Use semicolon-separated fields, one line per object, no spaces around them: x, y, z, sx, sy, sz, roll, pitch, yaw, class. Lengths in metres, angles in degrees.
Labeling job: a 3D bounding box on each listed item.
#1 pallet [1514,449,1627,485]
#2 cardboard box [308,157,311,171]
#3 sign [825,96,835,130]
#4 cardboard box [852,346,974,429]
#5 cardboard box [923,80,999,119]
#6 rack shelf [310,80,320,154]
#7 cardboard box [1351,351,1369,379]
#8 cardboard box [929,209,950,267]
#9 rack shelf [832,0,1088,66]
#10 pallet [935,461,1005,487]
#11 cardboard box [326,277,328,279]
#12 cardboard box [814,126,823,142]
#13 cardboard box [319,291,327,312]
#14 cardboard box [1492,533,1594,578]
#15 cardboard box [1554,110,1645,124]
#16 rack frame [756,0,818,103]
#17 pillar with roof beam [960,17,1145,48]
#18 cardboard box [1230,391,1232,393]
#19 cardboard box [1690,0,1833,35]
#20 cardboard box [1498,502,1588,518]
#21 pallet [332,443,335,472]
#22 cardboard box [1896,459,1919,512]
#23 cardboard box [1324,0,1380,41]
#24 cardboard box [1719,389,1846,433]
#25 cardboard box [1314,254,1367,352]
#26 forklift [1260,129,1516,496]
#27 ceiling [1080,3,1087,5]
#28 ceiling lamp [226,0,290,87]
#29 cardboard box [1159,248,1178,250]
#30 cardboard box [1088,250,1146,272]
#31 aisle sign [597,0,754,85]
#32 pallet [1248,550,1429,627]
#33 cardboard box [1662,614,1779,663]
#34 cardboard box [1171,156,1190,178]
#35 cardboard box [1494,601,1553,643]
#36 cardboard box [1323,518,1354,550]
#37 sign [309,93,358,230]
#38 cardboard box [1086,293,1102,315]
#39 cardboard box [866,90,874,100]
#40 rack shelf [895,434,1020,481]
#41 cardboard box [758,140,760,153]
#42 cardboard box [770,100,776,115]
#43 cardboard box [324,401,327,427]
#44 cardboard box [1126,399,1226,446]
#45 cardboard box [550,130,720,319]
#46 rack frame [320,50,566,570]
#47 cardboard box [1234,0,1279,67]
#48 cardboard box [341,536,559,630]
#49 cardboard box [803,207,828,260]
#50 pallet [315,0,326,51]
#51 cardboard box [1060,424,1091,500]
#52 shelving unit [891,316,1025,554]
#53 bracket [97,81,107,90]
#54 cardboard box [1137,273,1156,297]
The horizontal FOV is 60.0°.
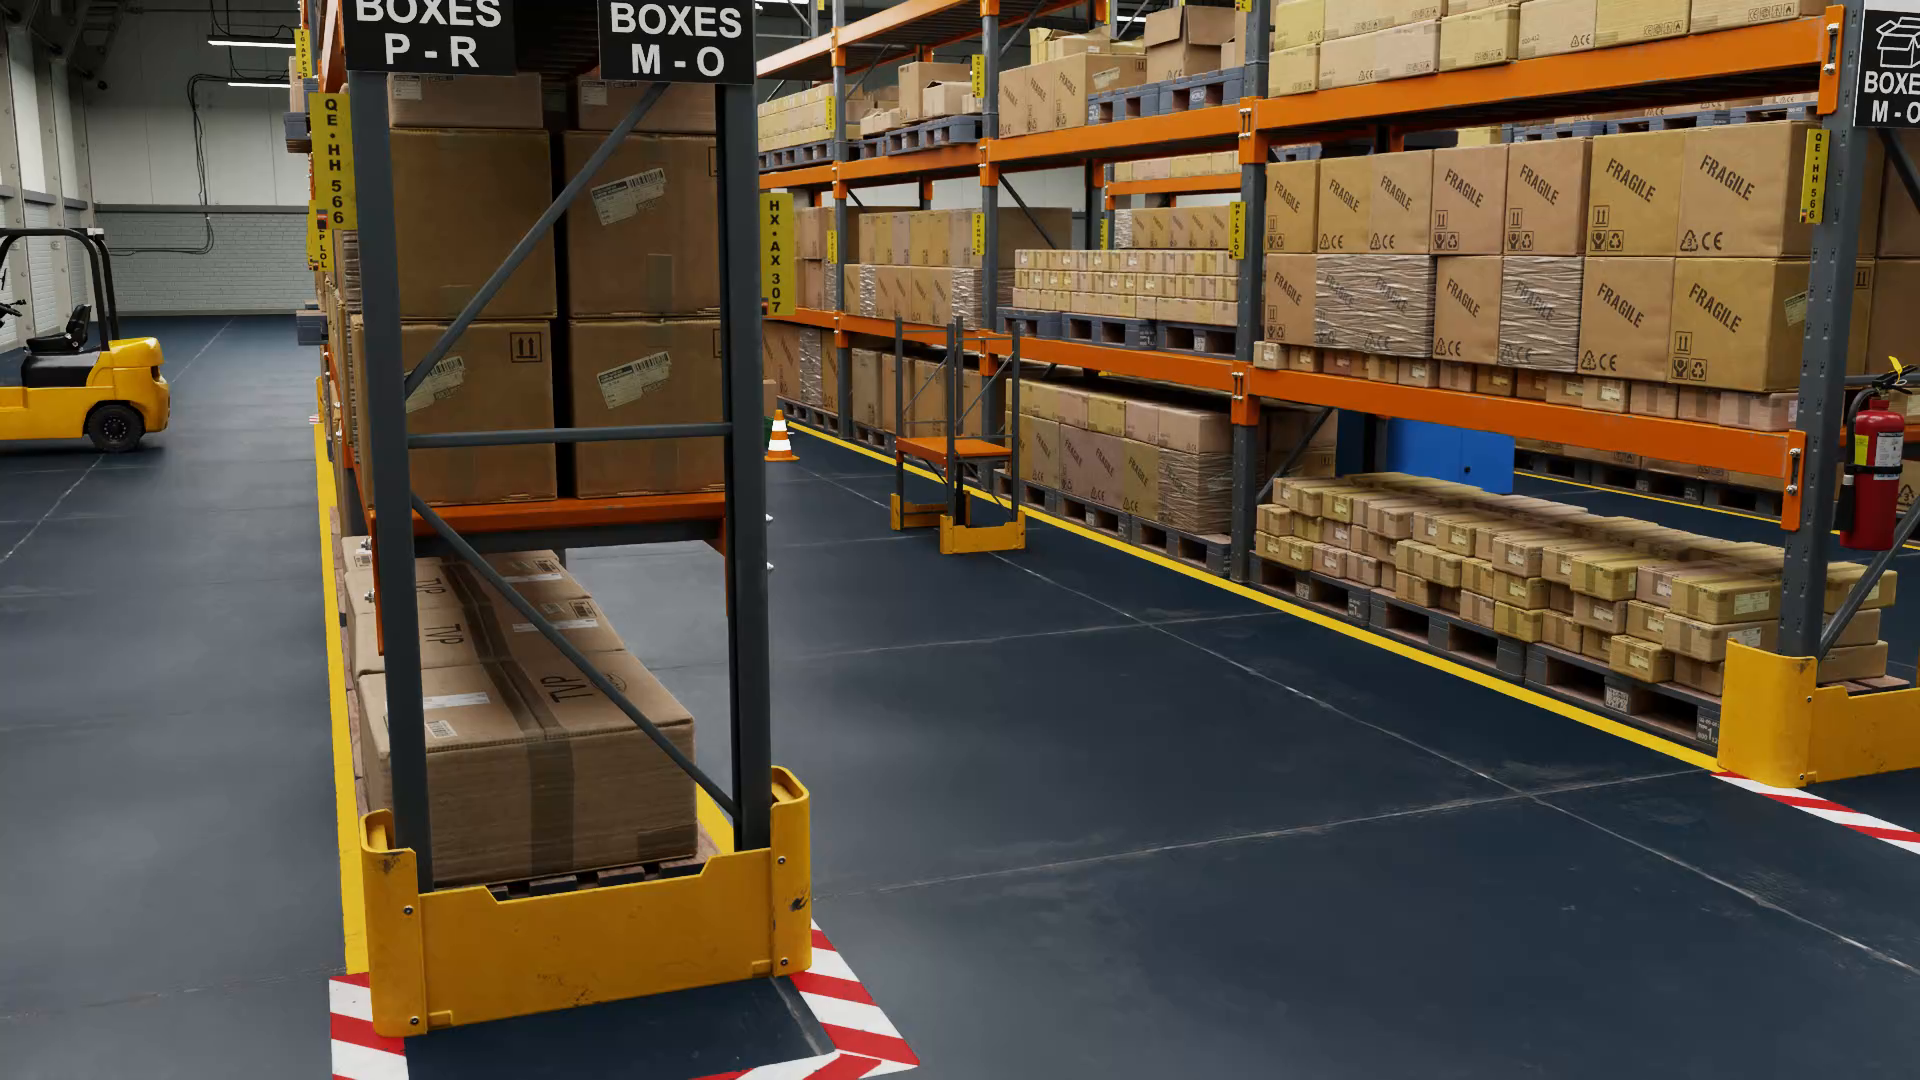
5.539;-0.696;14.731;1.003;0.211;1.213;-4;11;-21;pallet
-6.995;-4.158;18.381;0.380;0.149;0.250;-4;11;-21;cardboard box
-1.302;-4.292;16.716;0.100;0.325;0.005;-4;11;-21;sign
-0.477;-1.561;16.853;1.050;0.750;0.750;-4;11;-21;cardboard box
0.005;-3.745;14.112;0.500;0.311;0.500;-4;11;-21;cardboard box
-3.188;-2.370;9.666;1.077;0.370;4.000;-4;11;-21;rack shelf
2.312;-0.938;8.847;0.380;0.149;0.250;-4;11;-23;cardboard box
0.138;-2.686;14.813;0.700;0.500;0.500;-4;11;-22;cardboard box
-0.061;-4.633;14.968;1.077;0.370;4.000;-4;11;-21;rack shelf
0.448;-0.665;14.554;1.003;0.211;1.213;-4;11;-21;pallet
-3.604;-1.481;10.181;0.500;0.250;0.500;-4;11;-21;cardboard box
-1.307;-4.246;17.396;0.380;0.149;0.250;-4;11;-20;cardboard box
-4.549;-1.773;12.339;0.380;0.149;0.250;-4;11;-21;cardboard box
2.701;0.070;7.705;0.380;0.149;0.250;-3;11;-19;cardboard box
5.611;-3.842;14.394;0.797;0.503;0.637;-3;11;-18;cardboard box
-2.235;-6.164;20.376;1.000;3.000;0.127;-4;11;-21;rack frame
2.450;-11.969;53.013;9.100;9.000;0.548;-4;11;-21;pillar with roof beam
3.551;-1.992;19.994;0.500;0.500;0.500;0;10;-3;cardboard box
3.151;-2.059;6.292;0.500;0.250;0.500;-4;11;-22;cardboard box
3.026;-0.098;8.646;0.380;0.149;0.250;-4;11;-23;cardboard box
-5.079;-0.727;14.902;1.003;0.211;1.213;-4;11;-21;pallet
6.937;-0.597;11.081;0.875;0.875;0.875;-4;11;-21;cardboard box
2.240;-2.725;8.610;0.500;0.250;0.500;-4;11;-21;cardboard box
3.181;-0.510;6.439;0.380;0.149;0.250;-4;11;-21;cardboard box
2.244;-1.270;8.859;0.500;0.500;0.500;-4;11;-21;cardboard box
2.806;-1.668;12.429;1.130;2.935;3.031;-4;11;-22;forklift
1.944;-15.236;45.683;6.000;0.001;6.000;-4;11;-21;ceiling
-17.069;-12.788;40.948;2.000;3.185;0.800;-4;11;-21;ceiling lamp
3.032;-3.454;21.138;0.875;0.500;0.500;-4;11;-21;cardboard box
1.128;-1.978;11.794;0.380;0.149;0.250;-4;11;-19;cardboard box
-0.718;-1.554;4.170;0.394;0.787;0.004;-4;11;-21;aisle sign
2.390;0.229;9.530;1.003;0.211;1.213;-4;11;-21;pallet
3.106;0.384;6.788;0.380;0.149;0.250;-4;11;-22;cardboard box
2.920;-4.567;20.391;0.500;0.250;0.500;-4;11;-19;cardboard box
2.722;0.365;7.747;0.380;0.149;0.250;-4;11;-23;cardboard box
2.244;-0.048;9.219;0.380;0.149;0.250;-4;11;-21;cardboard box
-1.525;-0.922;4.057;0.100;0.325;0.005;-4;11;-21;sign
1.120;-1.685;11.847;0.380;0.149;0.250;-4;11;-20;cardboard box
-0.786;-4.723;17.796;0.380;0.149;0.250;-4;11;-21;cardboard box
-0.031;-0.575;11.399;0.538;0.185;1.000;-4;11;-21;rack shelf
-2.227;-4.660;19.722;0.380;0.149;0.250;-4;11;-21;cardboard box
-1.951;-4.929;18.958;0.380;0.149;0.250;-4;11;-22;cardboard box
-6.030;-1.245;16.507;0.500;0.250;0.500;-4;11;-22;cardboard box
1.434;-0.787;11.076;0.500;0.250;0.500;-3;11;-18;cardboard box
-0.923;-0.906;4.806;0.500;0.500;0.500;-4;11;-22;cardboard box
-2.464;-0.921;8.031;1.000;3.000;0.127;-4;11;-21;rack frame
2.078;-3.053;9.968;0.700;0.500;0.500;-4;11;-21;cardboard box
-2.336;0.243;7.604;0.875;0.438;0.875;-4;11;-22;cardboard box
-1.195;-3.307;17.937;0.875;0.550;0.550;-4;11;-21;cardboard box
-2.177;-2.220;7.021;1.003;0.211;1.213;-4;11;-21;pallet
1.058;-0.583;12.073;0.500;0.500;0.500;-4;11;-22;cardboard box
-0.028;-0.751;11.359;0.587;1.500;1.083;-4;11;-21;shelving unit
-23.575;-12.493;45.678;0.235;0.232;0.430;-4;11;-21;bracket
1.405;-1.704;11.102;0.380;0.149;0.250;-5;11;-24;cardboard box
